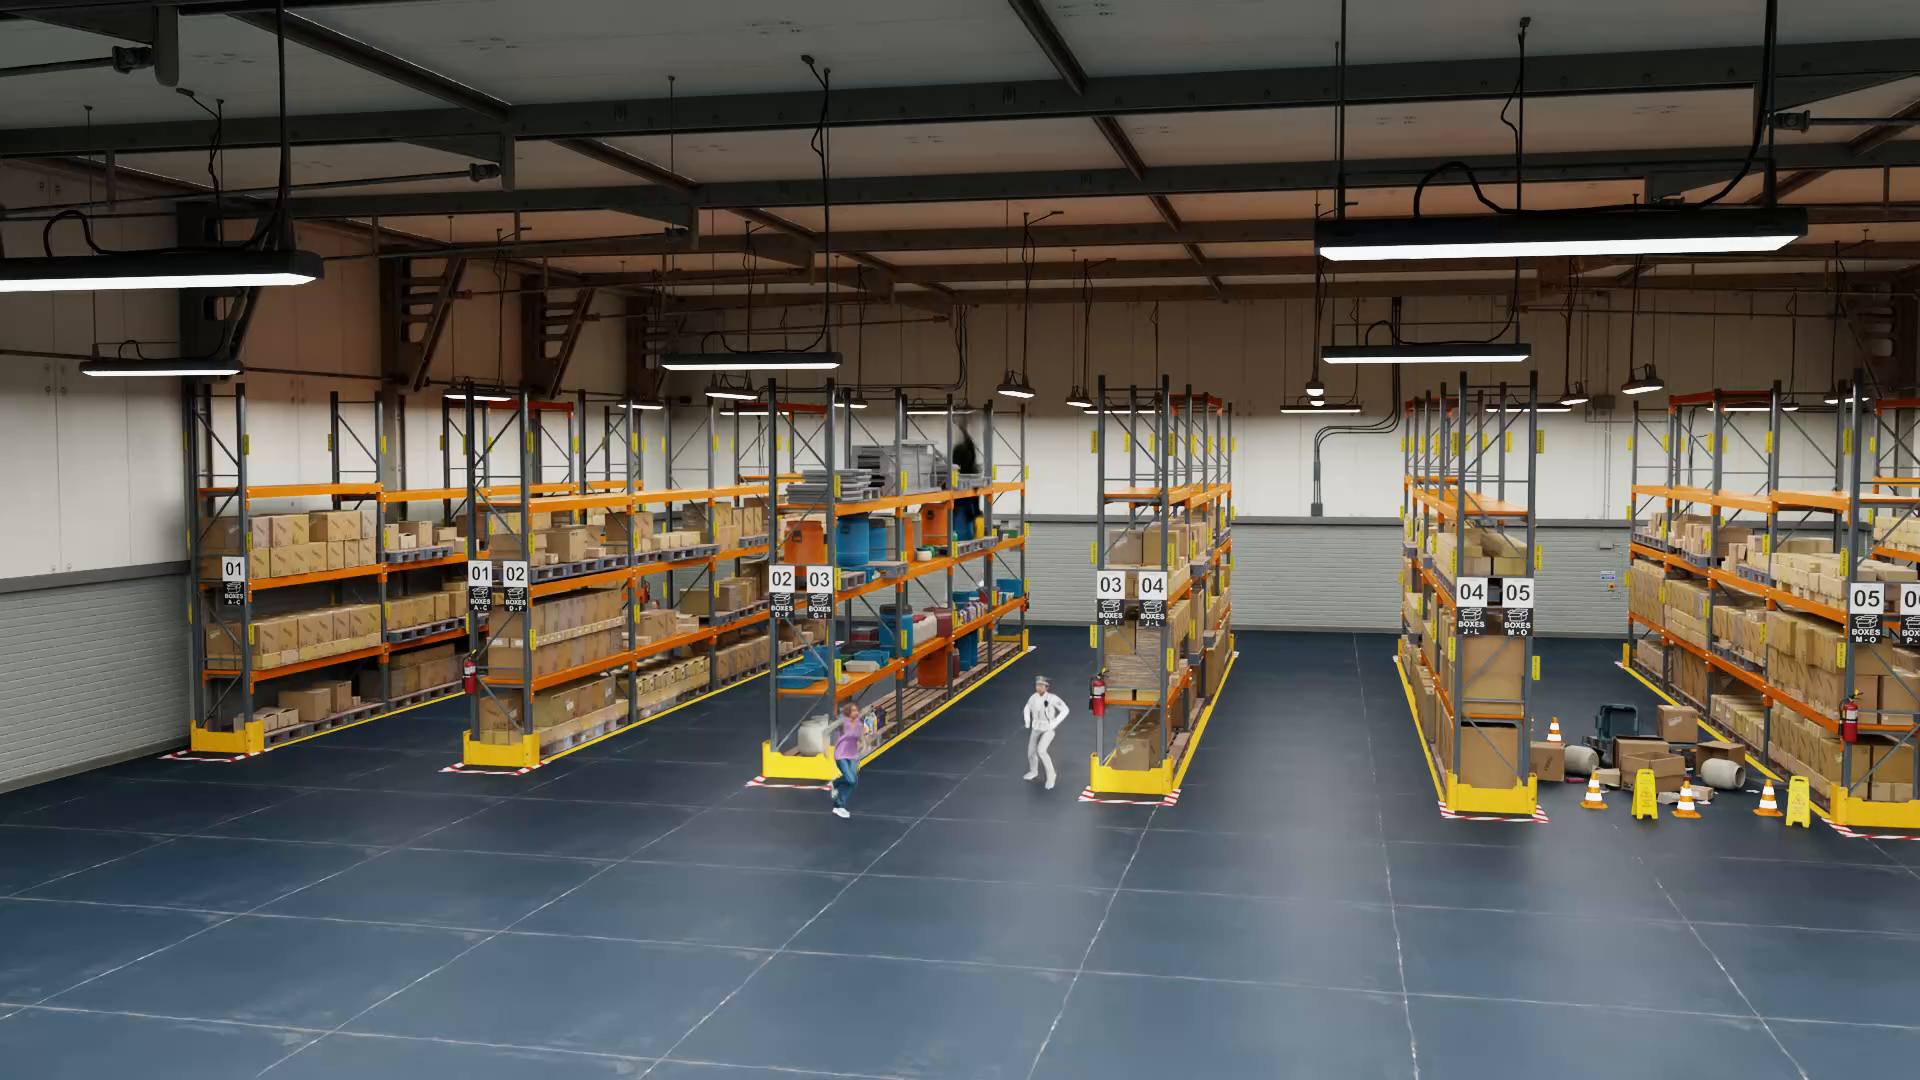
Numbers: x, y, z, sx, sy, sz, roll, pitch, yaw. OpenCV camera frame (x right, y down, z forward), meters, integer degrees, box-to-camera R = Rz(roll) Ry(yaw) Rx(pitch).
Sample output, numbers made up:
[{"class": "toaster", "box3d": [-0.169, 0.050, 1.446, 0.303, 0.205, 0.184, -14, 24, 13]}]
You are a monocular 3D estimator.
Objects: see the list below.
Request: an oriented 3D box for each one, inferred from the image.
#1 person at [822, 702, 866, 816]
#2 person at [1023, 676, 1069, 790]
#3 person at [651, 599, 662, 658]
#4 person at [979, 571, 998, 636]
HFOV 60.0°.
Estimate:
[{"class": "person", "box3d": [-1.520, 2.958, 22.412, 0.573, 1.549, 0.616, -3, 4, -41]}, {"class": "person", "box3d": [1.210, 2.795, 24.428, 0.786, 1.647, 0.676, 2, 4, 32]}, {"class": "person", "box3d": [-6.608, 2.106, 36.264, 0.553, 1.647, 0.875, 0, 3, 8]}, {"class": "person", "box3d": [0.606, 1.668, 42.434, 0.977, 1.823, 0.680, 1, 4, 25]}]
